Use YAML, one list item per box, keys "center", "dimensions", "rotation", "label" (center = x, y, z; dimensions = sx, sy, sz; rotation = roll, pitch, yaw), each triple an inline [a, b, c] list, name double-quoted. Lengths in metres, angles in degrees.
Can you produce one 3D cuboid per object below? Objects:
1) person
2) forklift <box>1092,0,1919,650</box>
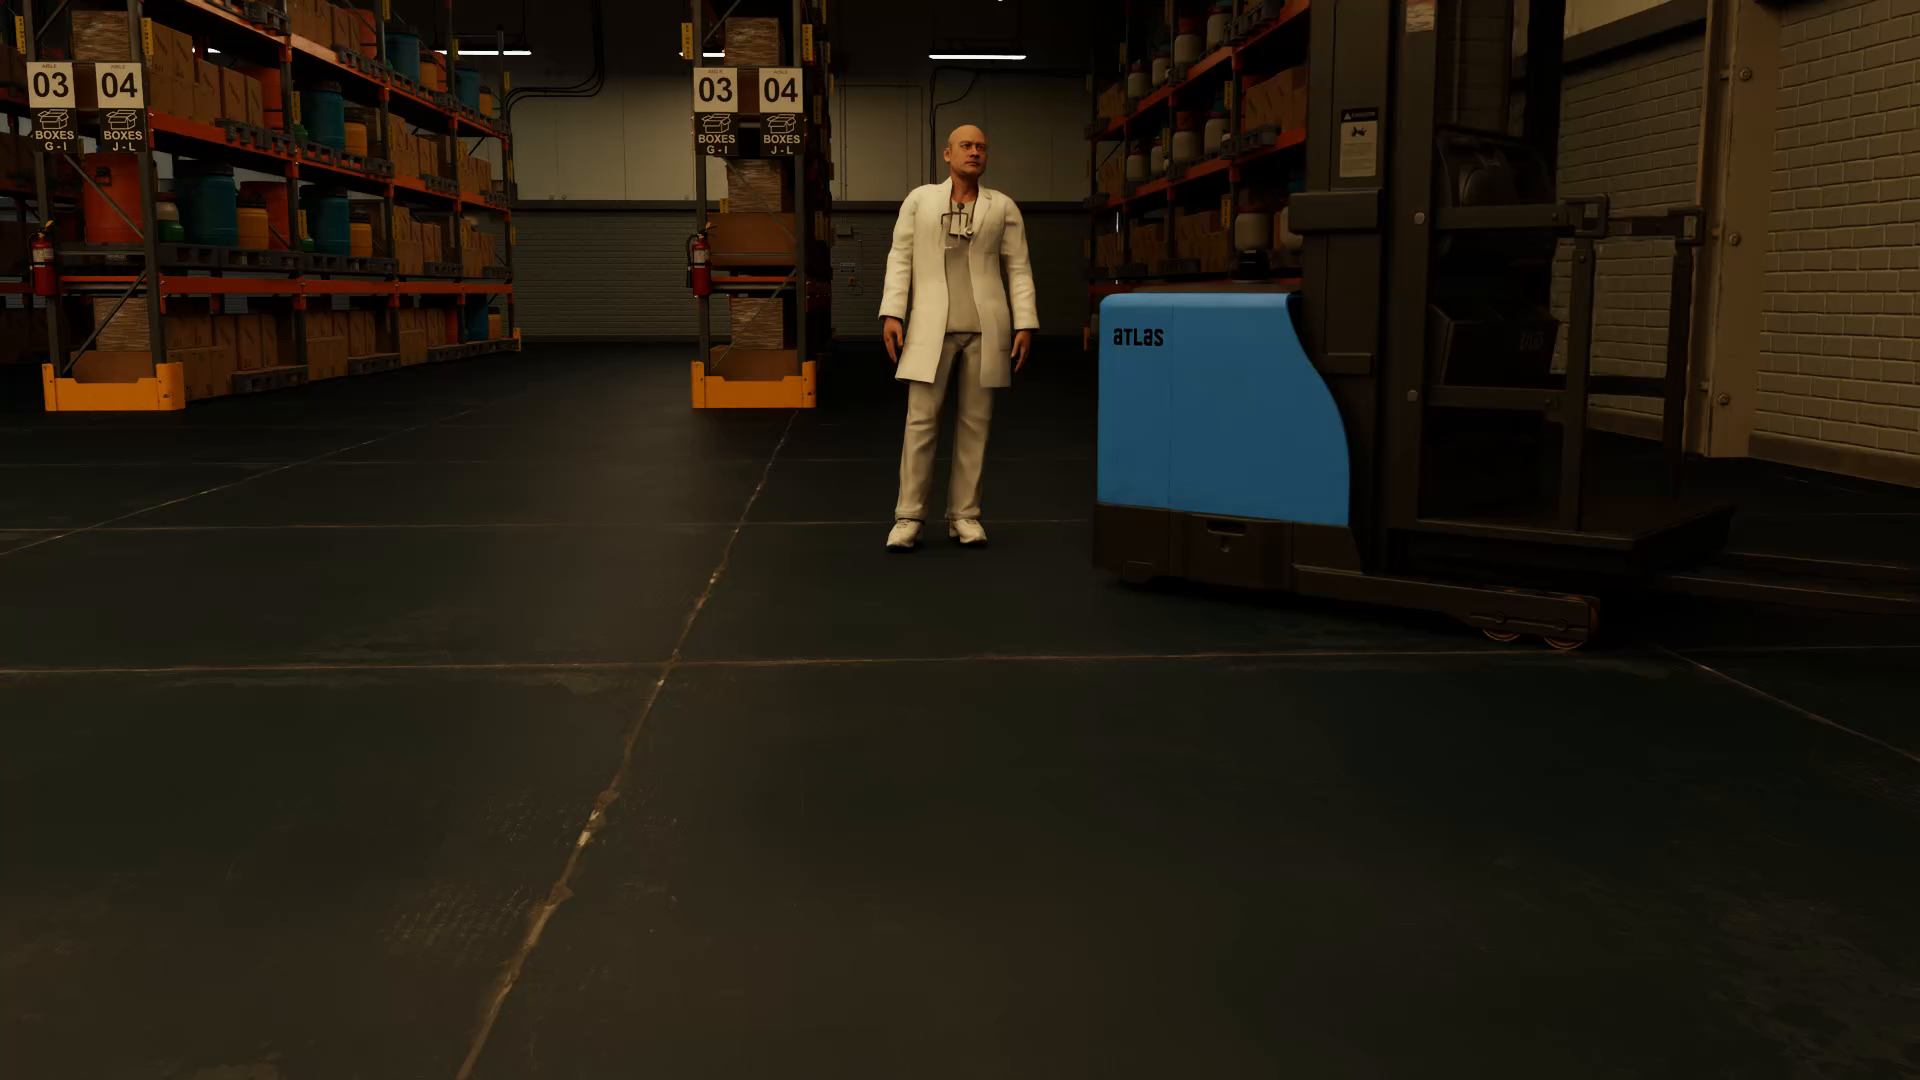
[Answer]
- center: [0.001, -0.873, 7.088]
  dimensions: [0.695, 1.776, 0.580]
  rotation: [-1, 8, -4]
  label: "person"
- center: [1.954, -1.202, 5.425]
  dimensions: [3.031, 2.935, 1.130]
  rotation: [7, 11, 39]
  label: "forklift"
